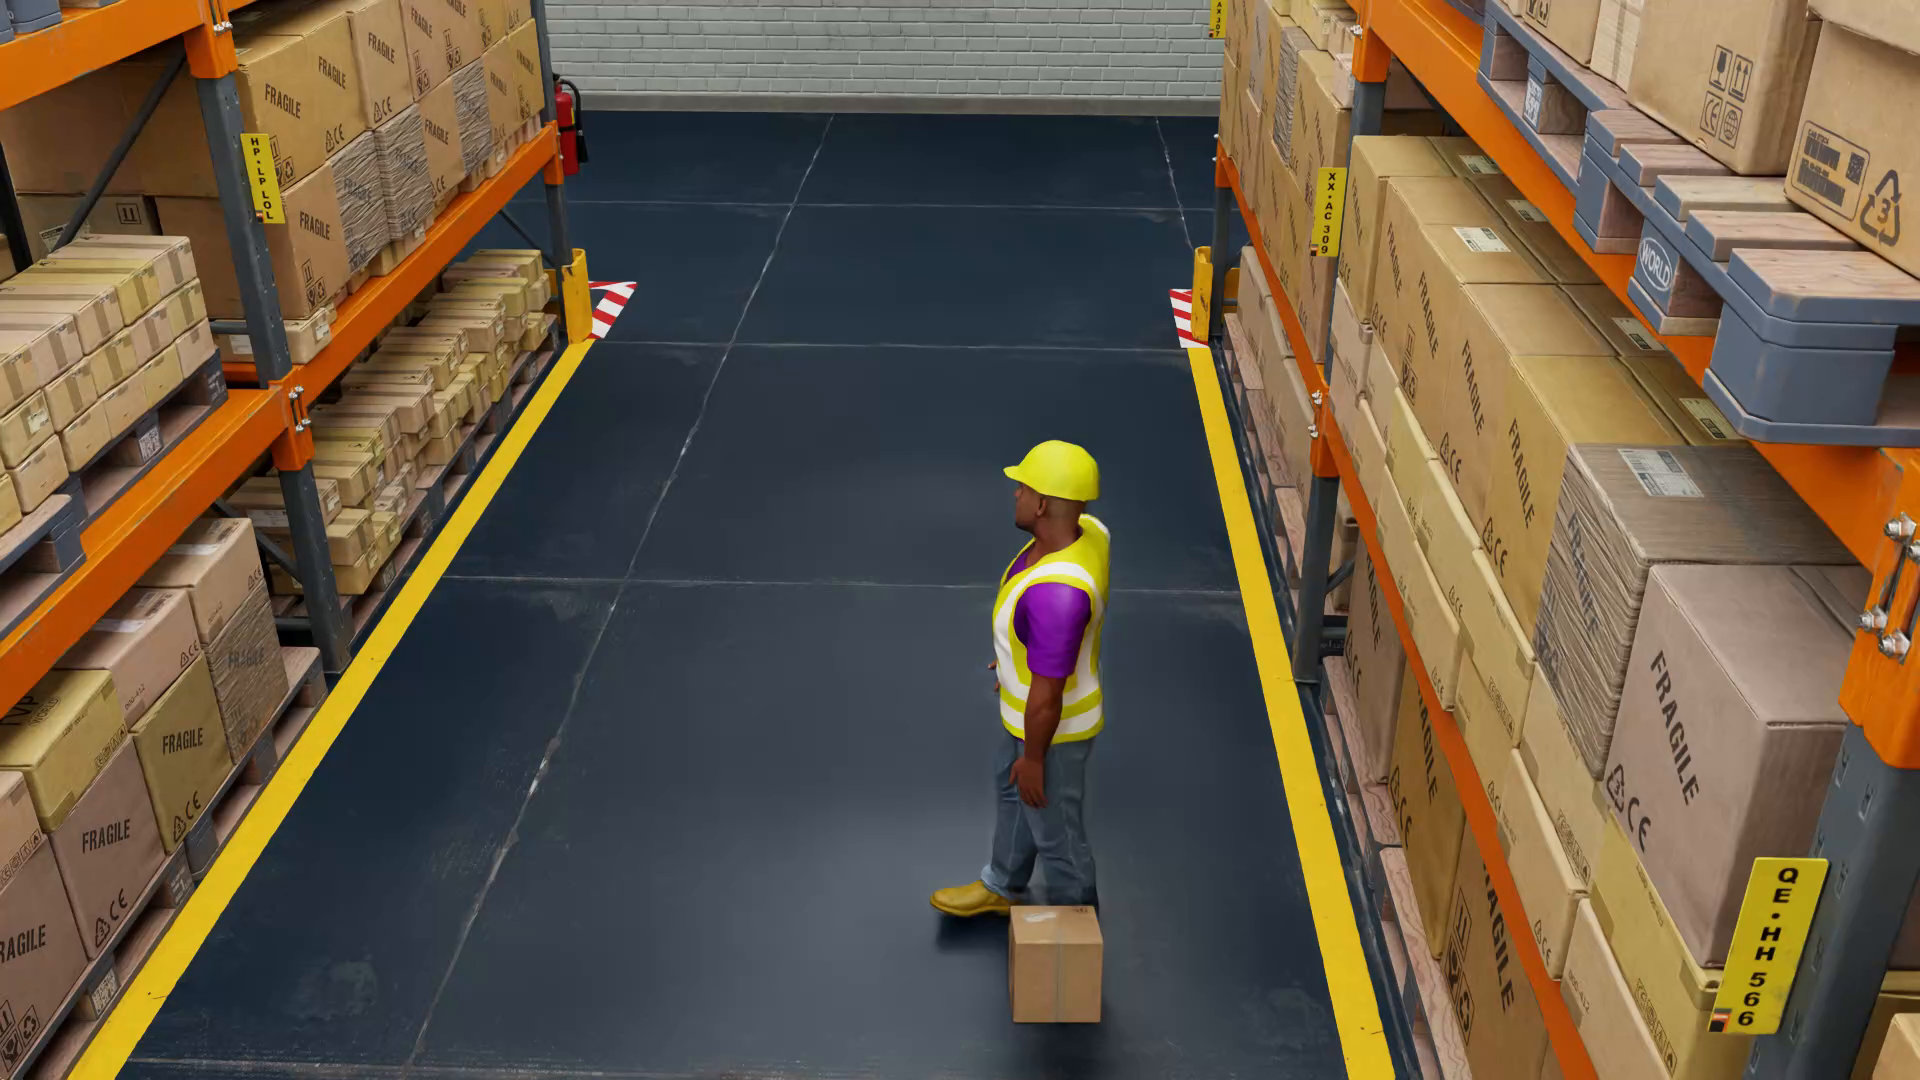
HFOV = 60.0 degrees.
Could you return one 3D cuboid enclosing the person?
[{"bbox_3d":[0.173,0.519,5.058,0.549,1.765,0.632,1,28,1],"label":"person"}]
